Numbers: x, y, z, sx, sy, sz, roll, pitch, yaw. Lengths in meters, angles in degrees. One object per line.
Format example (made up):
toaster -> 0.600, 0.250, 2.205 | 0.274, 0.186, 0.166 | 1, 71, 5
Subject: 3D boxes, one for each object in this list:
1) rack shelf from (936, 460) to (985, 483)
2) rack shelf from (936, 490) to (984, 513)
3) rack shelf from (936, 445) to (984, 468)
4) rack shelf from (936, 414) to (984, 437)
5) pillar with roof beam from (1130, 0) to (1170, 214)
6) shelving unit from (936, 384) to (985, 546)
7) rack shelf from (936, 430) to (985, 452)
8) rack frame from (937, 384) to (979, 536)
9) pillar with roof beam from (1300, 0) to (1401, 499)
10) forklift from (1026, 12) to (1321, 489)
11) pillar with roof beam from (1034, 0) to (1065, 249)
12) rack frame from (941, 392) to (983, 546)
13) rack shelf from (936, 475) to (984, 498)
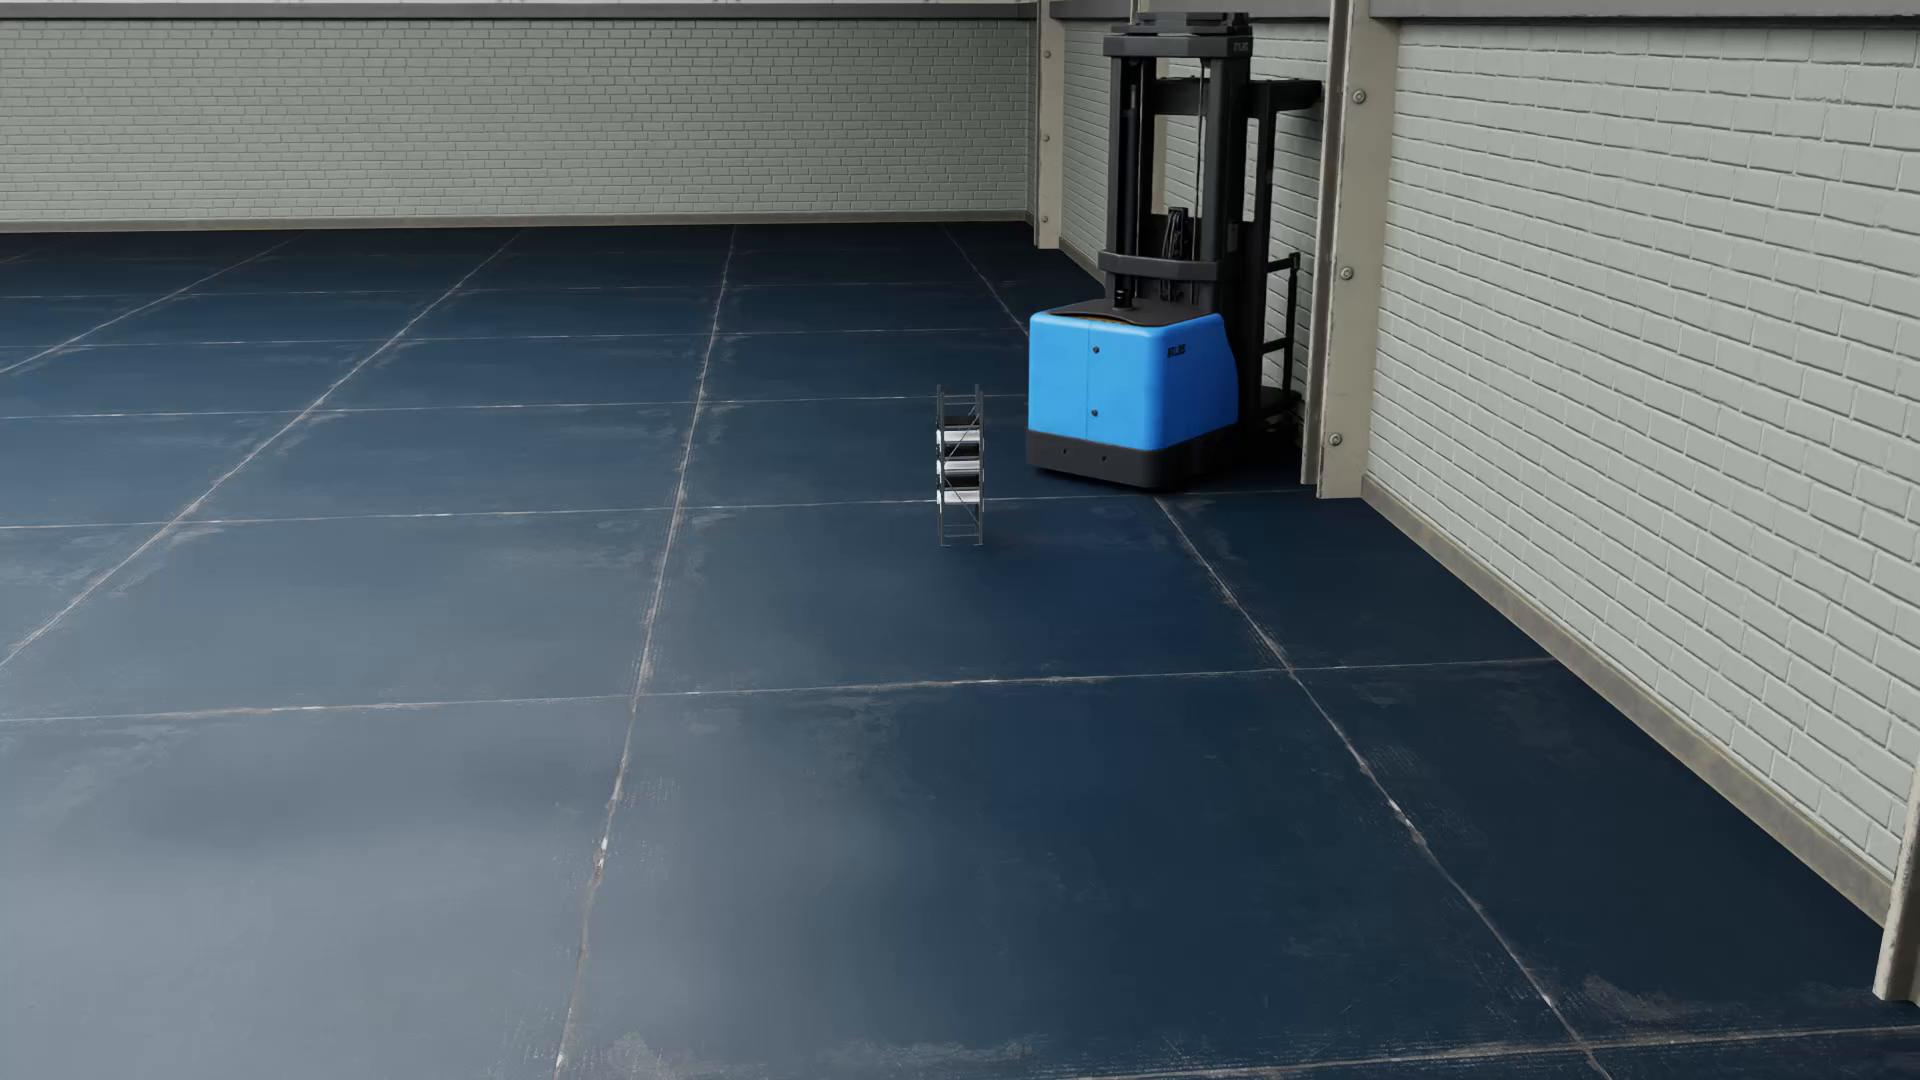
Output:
rack shelf -> 0.001, -0.395, 9.545 | 0.258, 0.077, 0.200 | -2, 18, -6
rack shelf -> 0.001, -0.223, 9.598 | 0.258, 0.077, 0.200 | -2, 18, -6
rack shelf -> 0.001, -0.481, 9.518 | 0.258, 0.077, 0.200 | -2, 18, -6
rack shelf -> 0.001, -0.653, 9.464 | 0.258, 0.077, 0.200 | -2, 18, -6
pillar with roof beam -> -2.499, -6.274, 14.639 | 9.100, 9.000, 0.400 | -2, 18, -6
shelving unit -> 0.001, -0.427, 9.535 | 0.258, 0.900, 0.210 | -2, 18, -6
rack shelf -> 0.001, -0.567, 9.491 | 0.258, 0.077, 0.200 | -2, 18, -6
rack frame -> -0.010, -0.457, 9.631 | 0.240, 0.900, 0.006 | -2, 18, -6
pillar with roof beam -> -1.881, -4.487, 8.945 | 9.100, 9.000, 0.400 | -2, 18, -6
forklift -> 1.744, -2.098, 11.465 | 1.130, 2.935, 3.031 | 13, 22, 36
pillar with roof beam -> -3.118, -8.062, 20.333 | 9.100, 9.000, 0.400 | -2, 18, -6
rack frame -> 0.011, -0.397, 9.438 | 0.240, 0.900, 0.006 | -2, 18, -6
rack shelf -> 0.001, -0.309, 9.572 | 0.258, 0.077, 0.200 | -2, 18, -6
